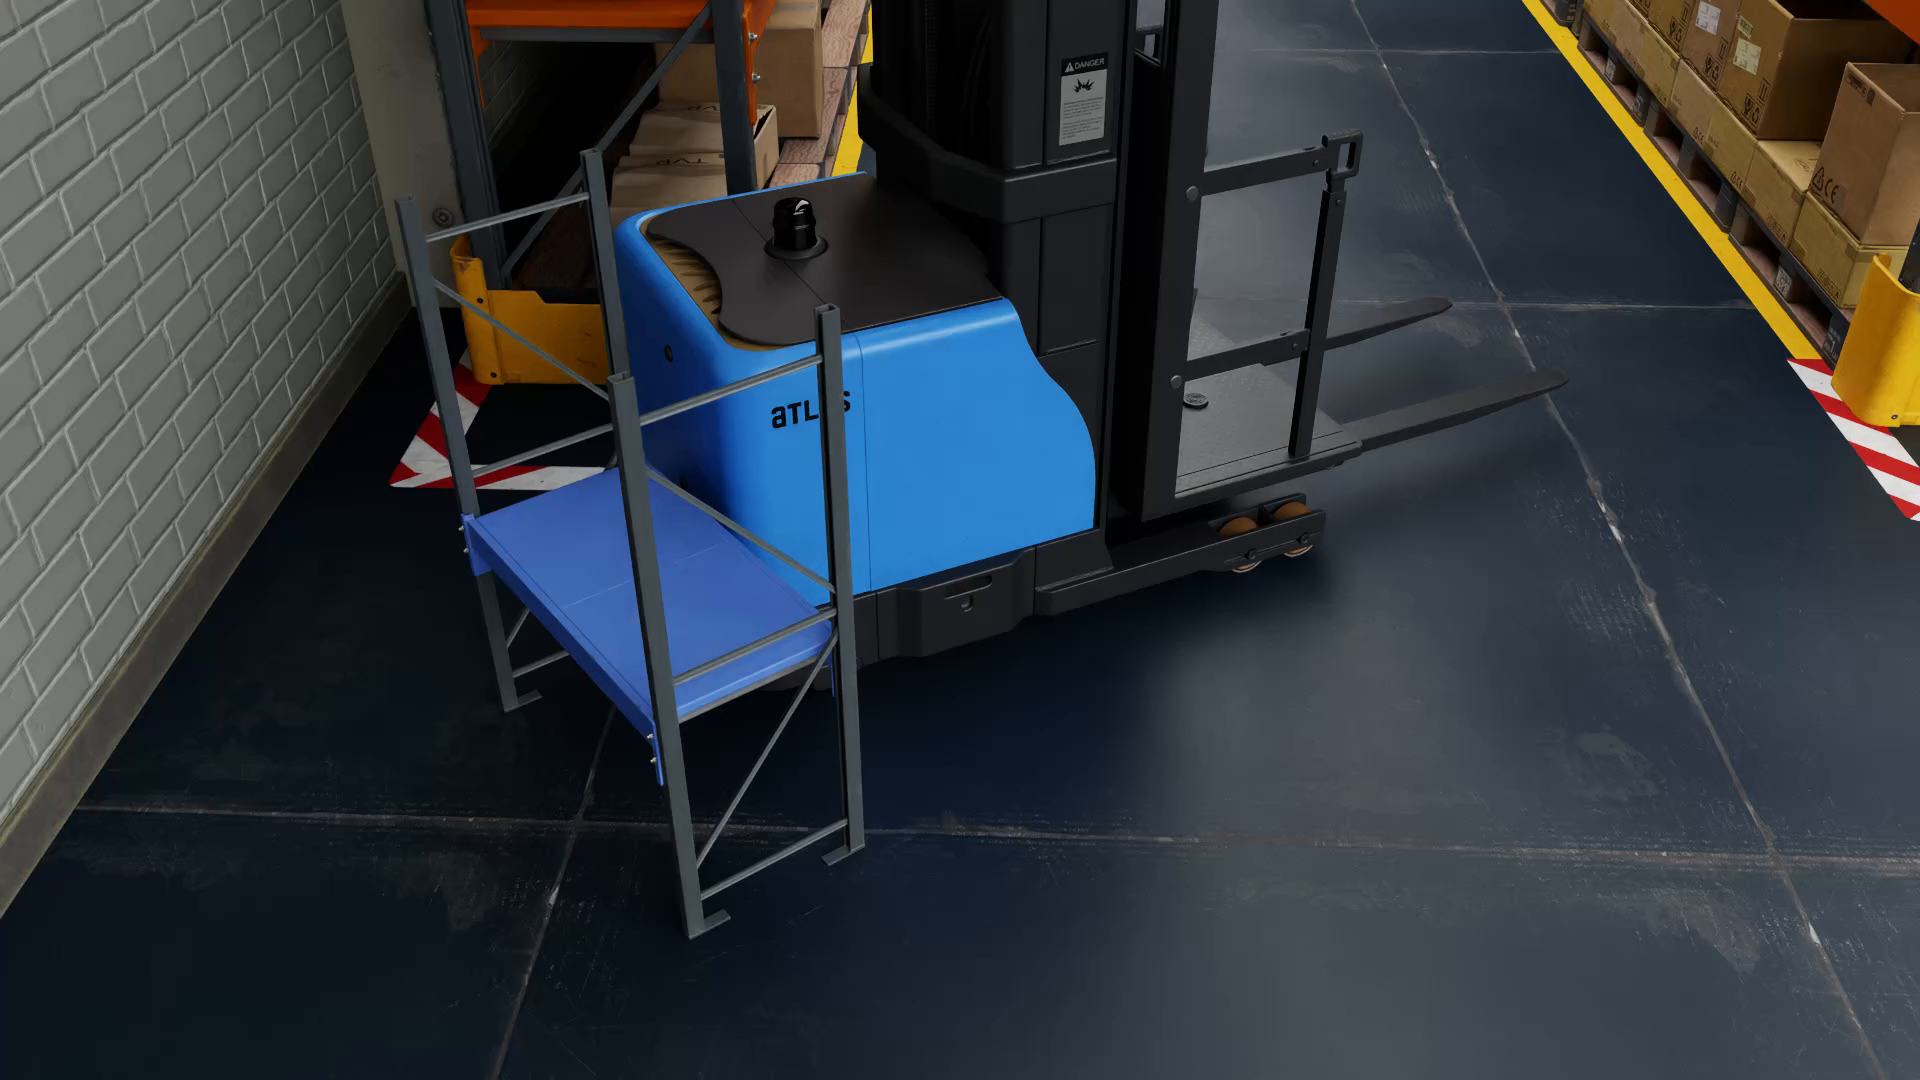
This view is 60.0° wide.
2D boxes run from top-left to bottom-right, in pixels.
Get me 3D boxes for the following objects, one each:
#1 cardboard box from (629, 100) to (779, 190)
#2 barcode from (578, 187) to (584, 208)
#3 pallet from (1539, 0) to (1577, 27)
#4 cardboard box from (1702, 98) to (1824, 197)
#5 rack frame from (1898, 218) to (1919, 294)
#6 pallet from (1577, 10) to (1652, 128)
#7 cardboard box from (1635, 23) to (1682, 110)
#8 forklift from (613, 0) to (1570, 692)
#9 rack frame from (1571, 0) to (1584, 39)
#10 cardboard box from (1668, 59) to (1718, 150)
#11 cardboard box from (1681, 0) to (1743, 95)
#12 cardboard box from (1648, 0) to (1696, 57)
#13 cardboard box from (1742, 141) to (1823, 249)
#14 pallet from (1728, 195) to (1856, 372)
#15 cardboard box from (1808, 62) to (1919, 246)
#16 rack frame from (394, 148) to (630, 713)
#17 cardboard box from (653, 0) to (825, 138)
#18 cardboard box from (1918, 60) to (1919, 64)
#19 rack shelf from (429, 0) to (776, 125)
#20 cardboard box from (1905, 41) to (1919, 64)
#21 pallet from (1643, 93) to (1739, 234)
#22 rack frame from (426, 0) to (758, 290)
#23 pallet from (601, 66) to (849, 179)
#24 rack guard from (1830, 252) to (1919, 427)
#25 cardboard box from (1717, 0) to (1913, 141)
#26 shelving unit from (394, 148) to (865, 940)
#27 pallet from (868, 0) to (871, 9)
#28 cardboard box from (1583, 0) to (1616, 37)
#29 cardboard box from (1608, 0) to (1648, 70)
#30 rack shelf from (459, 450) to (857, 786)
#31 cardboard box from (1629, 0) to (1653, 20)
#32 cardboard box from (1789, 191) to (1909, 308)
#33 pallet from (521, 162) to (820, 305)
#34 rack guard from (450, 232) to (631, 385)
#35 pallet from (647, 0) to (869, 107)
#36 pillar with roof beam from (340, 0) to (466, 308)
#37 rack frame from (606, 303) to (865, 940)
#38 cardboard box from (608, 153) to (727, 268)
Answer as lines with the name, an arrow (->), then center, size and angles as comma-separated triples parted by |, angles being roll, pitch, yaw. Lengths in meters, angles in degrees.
cardboard box -> -1.059, -1.641, 6.932 | 0.500, 0.311, 0.500 | 4, 35, 6
barcode -> -1.481, -1.336, 6.491 | 0.001, 0.075, 0.075 | 1, 35, 2
pallet -> 3.901, -3.307, 9.772 | 1.003, 0.211, 1.213 | 1, 35, 2
cardboard box -> 3.503, -1.662, 7.032 | 0.500, 0.250, 0.500 | 1, 35, 2
rack frame -> 3.750, -1.725, 5.096 | 1.000, 3.000, 0.127 | 1, 35, 2
pallet -> 3.837, -2.427, 8.519 | 1.003, 0.211, 1.213 | 1, 35, 2
cardboard box -> 3.539, -2.237, 7.850 | 0.500, 0.250, 0.500 | 1, 35, 2
forklift -> 0.565, -1.357, 4.632 | 3.031, 2.935, 1.130 | -16, 38, -21
rack frame -> 3.911, -4.024, 8.366 | 1.000, 3.000, 0.127 | 1, 35, 2
cardboard box -> 3.524, -1.949, 7.441 | 0.500, 0.250, 0.500 | 1, 35, 2
cardboard box -> 3.521, -2.256, 7.226 | 0.500, 0.500, 0.500 | 1, 35, 2
cardboard box -> 3.539, -2.544, 7.634 | 0.500, 0.500, 0.500 | 1, 35, 2
cardboard box -> 3.484, -1.375, 6.624 | 0.500, 0.250, 0.500 | 1, 35, 2
pallet -> 3.739, -1.025, 6.525 | 1.003, 0.211, 1.213 | 1, 35, 2
cardboard box -> 3.474, -1.394, 5.999 | 0.500, 0.500, 0.500 | 1, 35, 2
rack frame -> -1.062, -0.231, 4.275 | 0.500, 1.500, 0.032 | -24, 41, -30
cardboard box -> -0.980, -2.138, 7.475 | 0.700, 0.500, 0.500 | -1, 35, -1
cardboard box -> 4.012, -1.669, 6.391 | 0.500, 0.500, 0.500 | 1, 35, 2
rack shelf -> -1.120, -2.692, 7.098 | 1.077, 0.370, 4.000 | 1, 35, 2
cardboard box -> 4.019, -1.957, 6.800 | 0.500, 0.500, 0.500 | 1, 35, 2
pallet -> 3.791, -1.724, 7.519 | 1.003, 0.211, 1.213 | 1, 35, 2
rack frame -> -1.200, -1.838, 5.256 | 1.000, 3.000, 0.127 | 1, 35, 2
pallet -> -1.077, -1.906, 7.778 | 1.003, 0.211, 1.213 | 1, 35, 2
rack guard -> 3.749, -0.689, 5.796 | 1.175, 0.500, 0.348 | 1, 35, 2
cardboard box -> 3.500, -1.969, 6.817 | 0.500, 0.500, 0.500 | 1, 35, 2
shelving unit -> -0.754, 0.001, 3.944 | 0.538, 1.500, 1.048 | -24, 41, -30
pallet -> -1.009, -3.442, 9.964 | 1.003, 0.211, 1.213 | 1, 35, 2
cardboard box -> 3.589, -2.811, 8.667 | 0.500, 0.250, 0.500 | 1, 35, 2
cardboard box -> 3.564, -2.524, 8.259 | 0.500, 0.250, 0.500 | 1, 35, 2
rack shelf -> -0.754, 0.149, 4.047 | 0.538, 0.185, 1.000 | -24, 41, -30
cardboard box -> 3.567, -2.831, 8.043 | 0.500, 0.500, 0.500 | 1, 35, 2
cardboard box -> 3.476, -1.087, 6.214 | 0.500, 0.250, 0.500 | 1, 35, 2
pallet -> -1.129, -1.206, 6.783 | 1.003, 0.211, 1.213 | 1, 35, 2
rack guard -> -1.197, -0.859, 6.037 | 1.175, 0.500, 0.348 | 1, 35, 2
pallet -> -1.031, -2.608, 8.778 | 1.003, 0.211, 1.213 | 1, 35, 2
pillar with roof beam -> 2.265, -4.615, 3.990 | 9.100, 9.000, 0.400 | 1, 35, 2
rack frame -> -0.446, 0.234, 3.613 | 0.500, 1.500, 0.032 | -24, 41, -30
cardboard box -> -1.082, -1.313, 6.465 | 0.500, 0.311, 0.500 | -2, 35, -3
